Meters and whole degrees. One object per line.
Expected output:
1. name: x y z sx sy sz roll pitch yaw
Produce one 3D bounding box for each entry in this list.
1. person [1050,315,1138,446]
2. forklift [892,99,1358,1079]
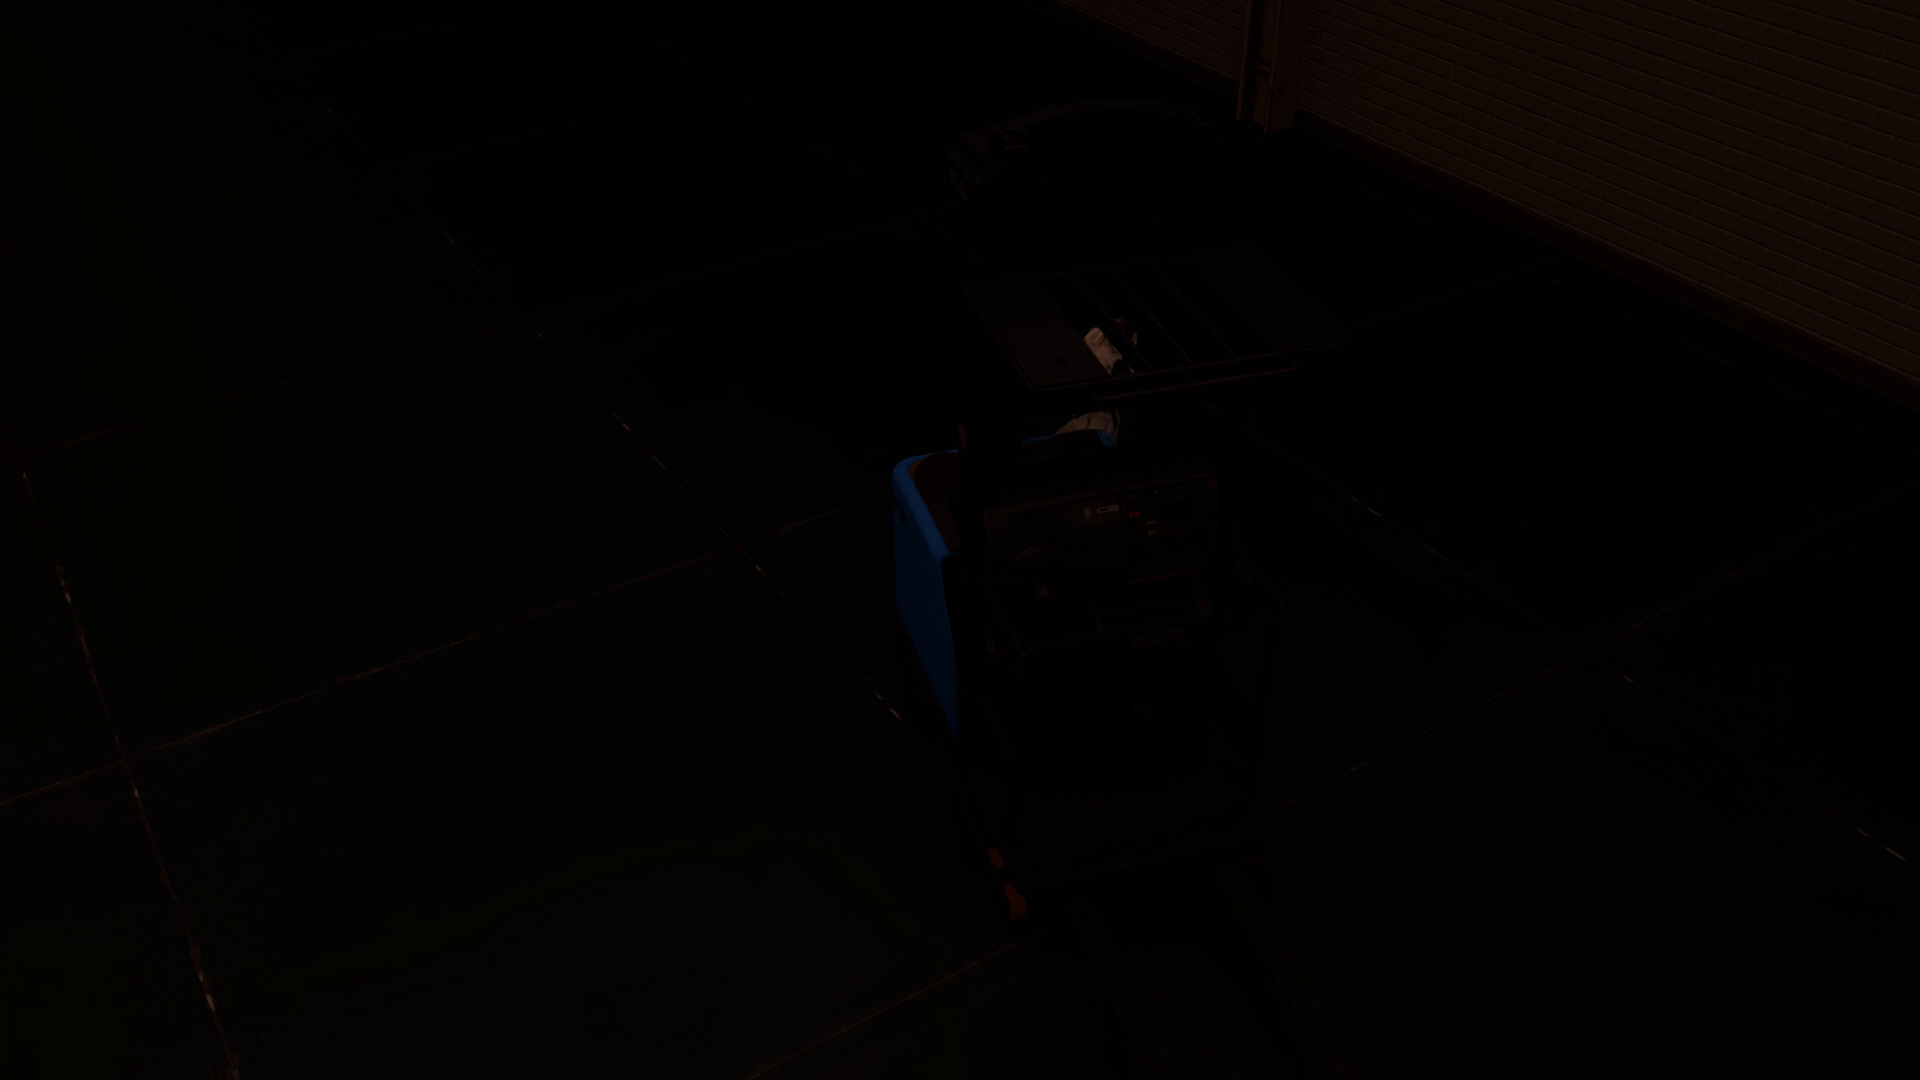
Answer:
1. person: 0.712 -0.518 8.104 0.570 1.566 0.856 -24 42 -30
2. forklift: 0.603 0.048 6.079 1.130 2.935 3.031 -10 36 -14
